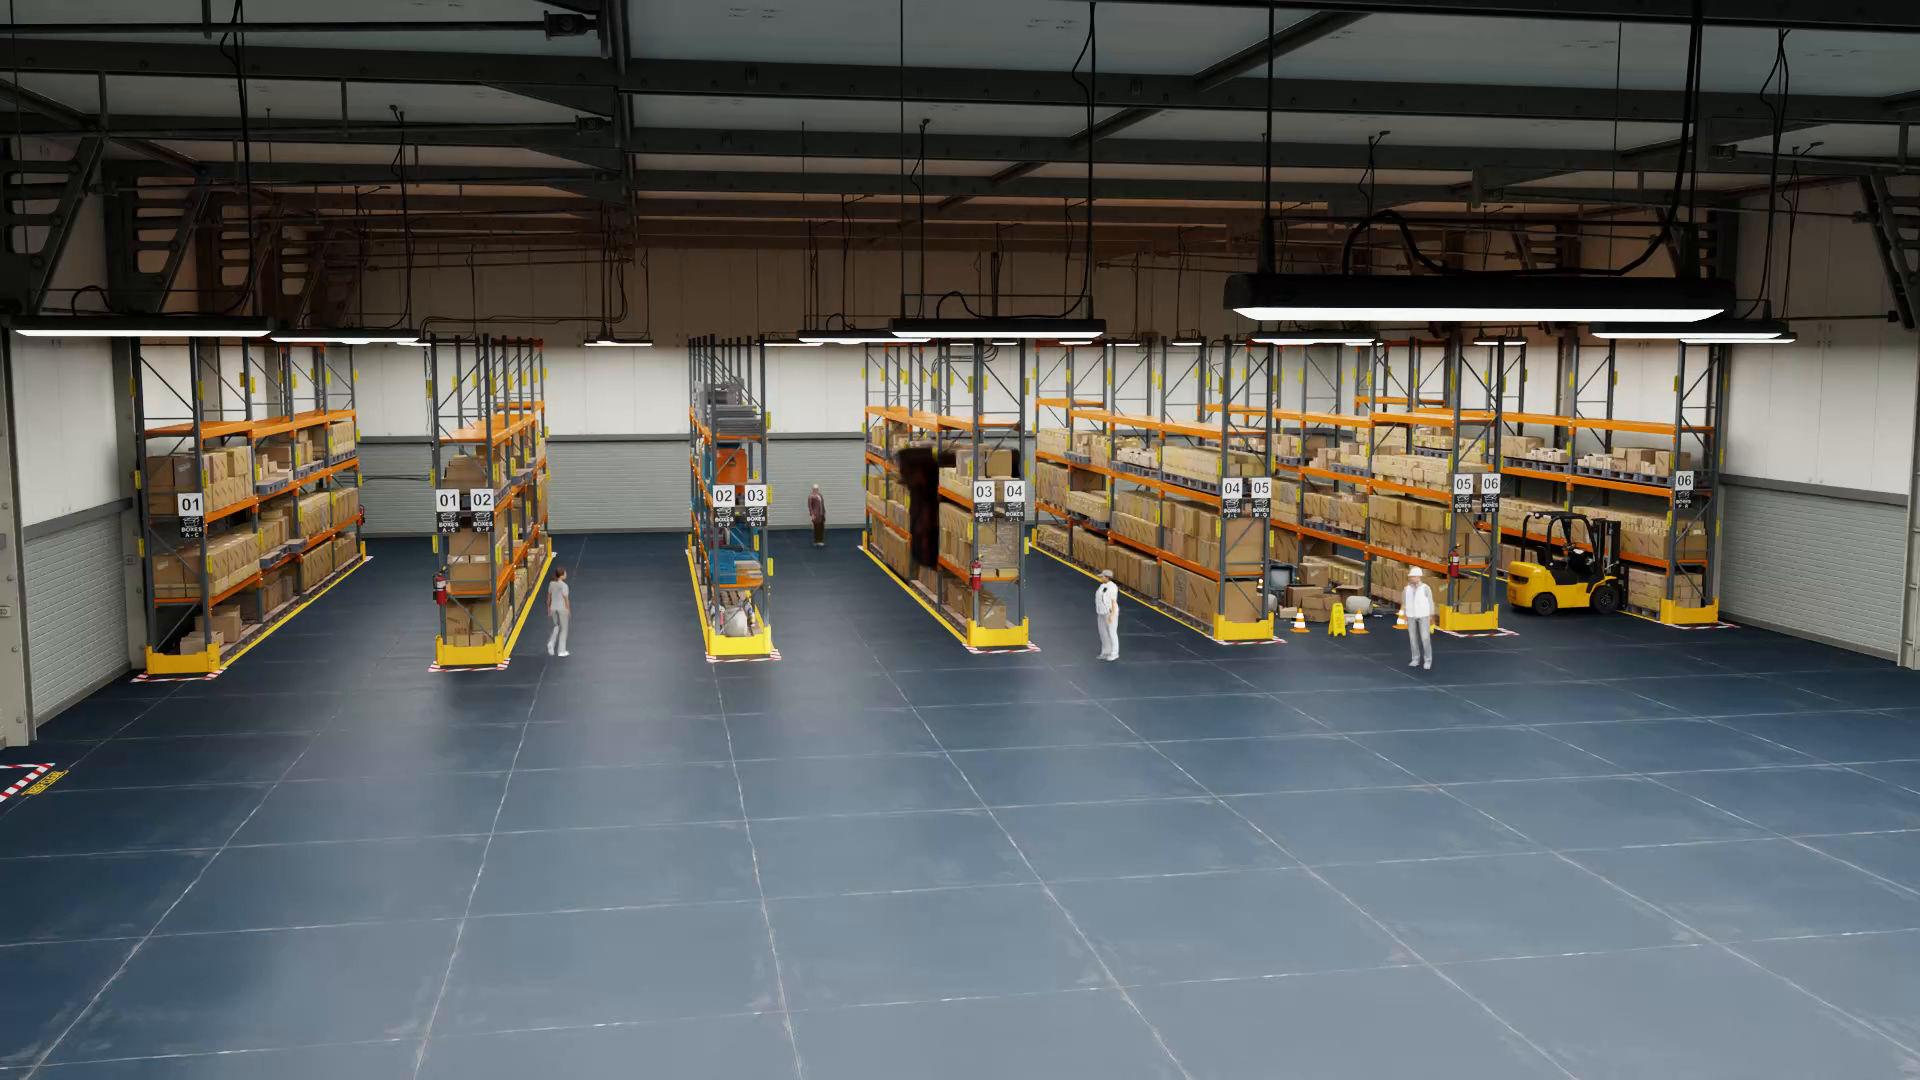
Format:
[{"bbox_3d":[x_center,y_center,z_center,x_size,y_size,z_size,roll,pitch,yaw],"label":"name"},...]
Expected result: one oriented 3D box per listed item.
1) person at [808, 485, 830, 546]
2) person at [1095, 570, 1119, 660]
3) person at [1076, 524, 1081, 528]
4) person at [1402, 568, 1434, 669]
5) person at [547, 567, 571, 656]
[{"bbox_3d":[-4.125,-0.700,48.489,0.510,1.820,0.632,3,7,27],"label":"person"},{"bbox_3d":[2.716,1.389,30.763,0.417,1.694,0.530,-4,8,-31],"label":"person"},{"bbox_3d":[3.494,-1.116,52.079,0.536,1.717,0.524,5,8,37],"label":"person"},{"bbox_3d":[8.285,1.407,30.111,0.607,1.811,0.389,5,8,35],"label":"person"},{"bbox_3d":[-7.479,1.341,31.009,0.494,1.650,0.476,3,7,22],"label":"person"}]
